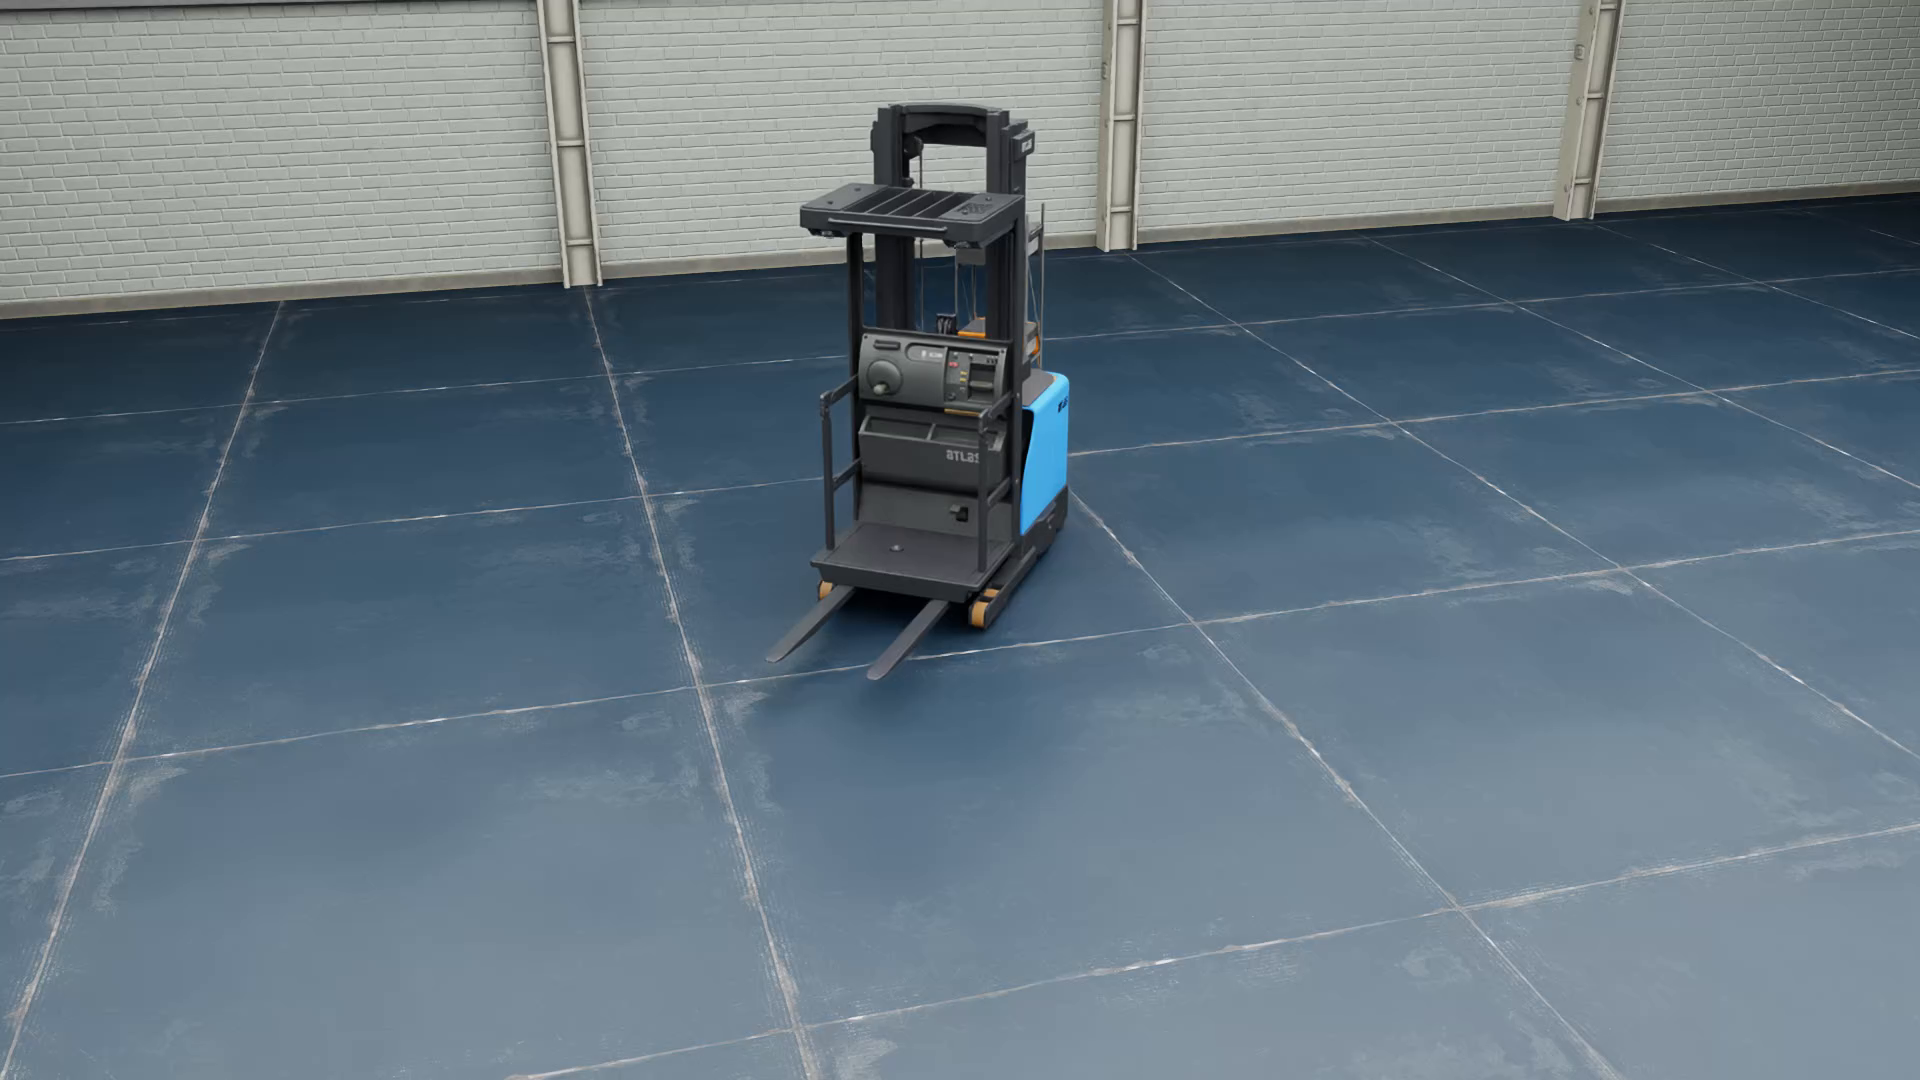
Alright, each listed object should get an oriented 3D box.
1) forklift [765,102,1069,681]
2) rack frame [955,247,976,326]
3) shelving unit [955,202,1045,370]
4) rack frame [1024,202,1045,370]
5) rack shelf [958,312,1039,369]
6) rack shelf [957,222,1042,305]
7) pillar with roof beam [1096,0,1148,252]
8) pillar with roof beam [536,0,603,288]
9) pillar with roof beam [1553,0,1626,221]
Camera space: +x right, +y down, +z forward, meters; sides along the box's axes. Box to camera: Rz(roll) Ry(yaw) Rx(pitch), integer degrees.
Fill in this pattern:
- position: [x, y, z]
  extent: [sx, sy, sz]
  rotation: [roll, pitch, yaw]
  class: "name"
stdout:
- position: [-0.240, -0.995, 9.851]
  extent: [1.130, 2.935, 3.031]
  rotation: [8, 25, 18]
  class: "forklift"
- position: [0.041, -1.307, 11.634]
  extent: [0.015, 2.100, 0.400]
  rotation: [8, 24, 18]
  class: "rack frame"
- position: [0.272, -1.276, 11.560]
  extent: [0.503, 2.100, 0.431]
  rotation: [8, 24, 18]
  class: "shelving unit"
- position: [0.502, -1.244, 11.486]
  extent: [0.015, 2.100, 0.400]
  rotation: [8, 24, 18]
  class: "rack frame"
- position: [0.272, -1.263, 11.565]
  extent: [0.480, 0.518, 0.431]
  rotation: [8, 24, 18]
  class: "rack shelf"
- position: [0.272, -1.906, 11.289]
  extent: [0.480, 0.518, 0.431]
  rotation: [8, 24, 18]
  class: "rack shelf"
- position: [2.953, -5.852, 13.476]
  extent: [0.400, 9.000, 9.100]
  rotation: [-6, 24, -14]
  class: "pillar with roof beam"
- position: [-2.824, -5.213, 11.987]
  extent: [0.400, 9.000, 9.100]
  rotation: [-6, 24, -14]
  class: "pillar with roof beam"
- position: [8.730, -6.491, 14.966]
  extent: [0.400, 9.000, 9.100]
  rotation: [-6, 24, -14]
  class: "pillar with roof beam"
